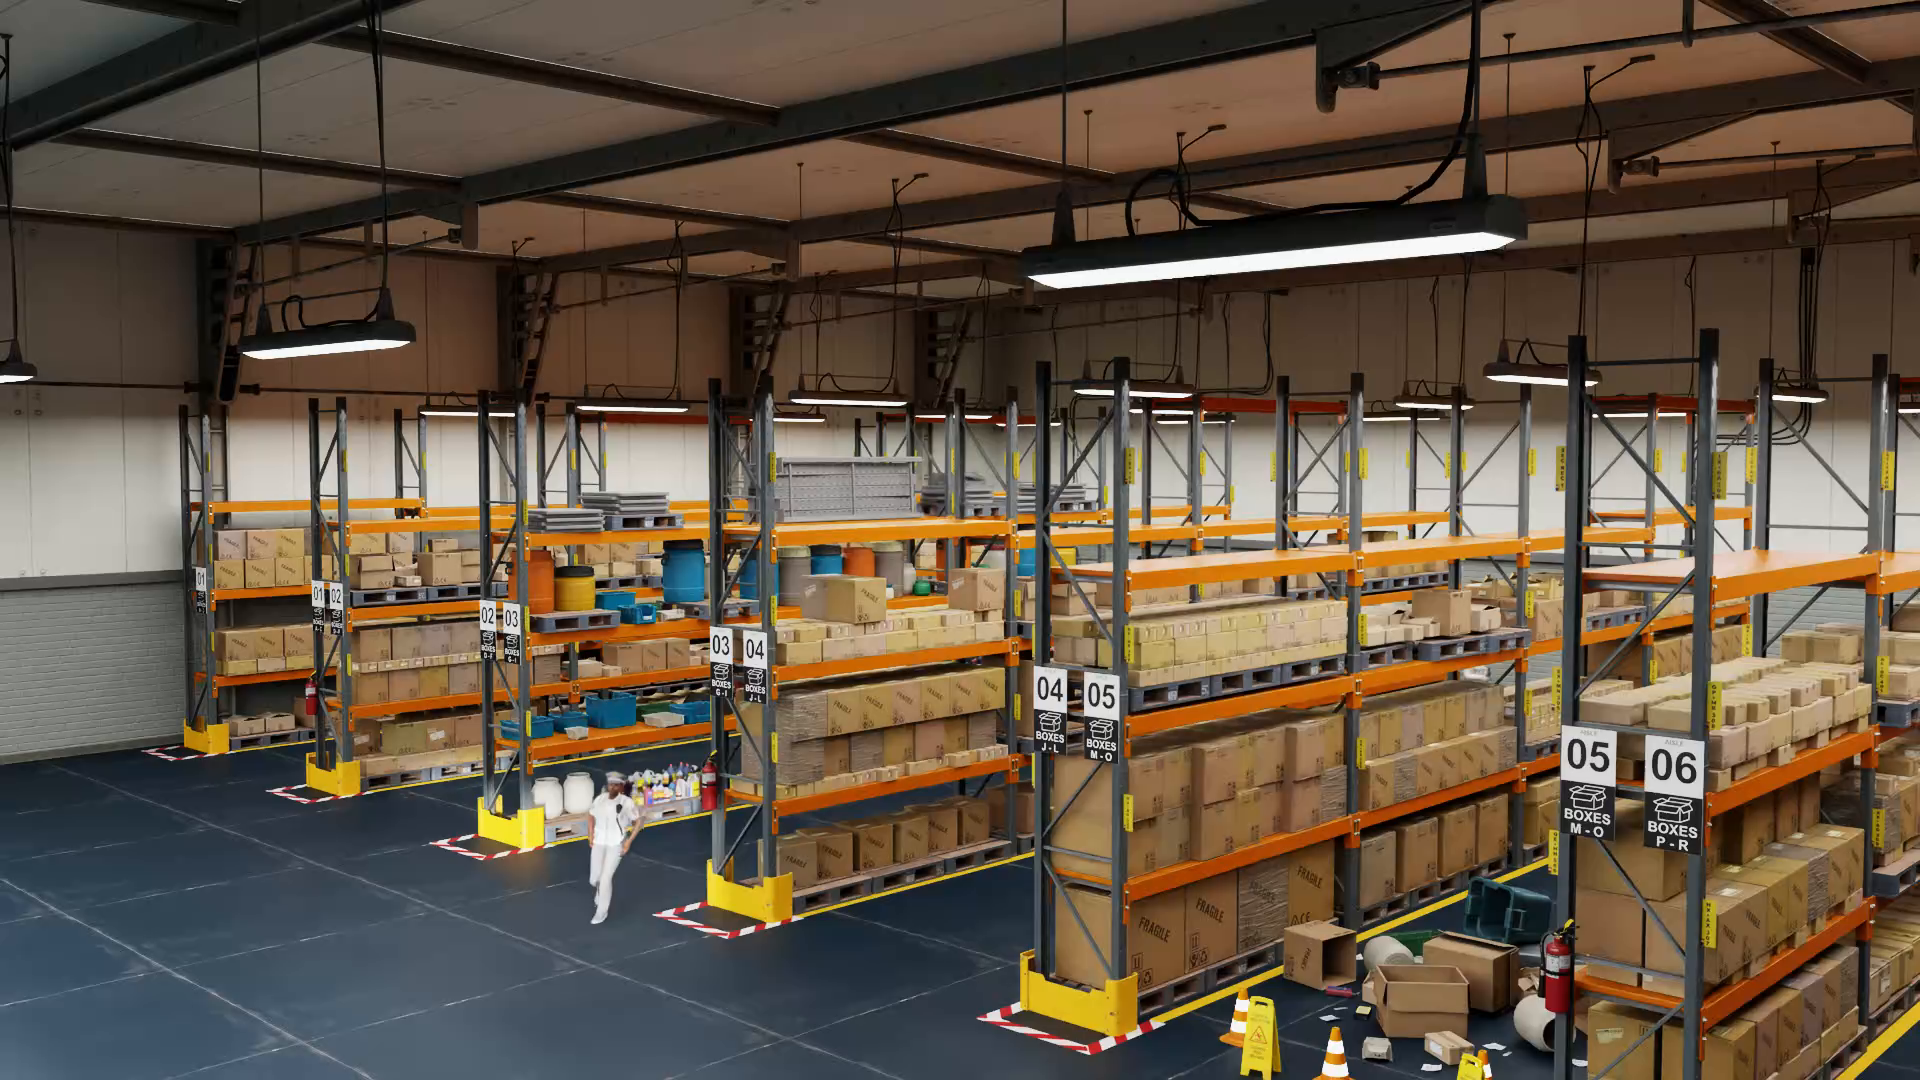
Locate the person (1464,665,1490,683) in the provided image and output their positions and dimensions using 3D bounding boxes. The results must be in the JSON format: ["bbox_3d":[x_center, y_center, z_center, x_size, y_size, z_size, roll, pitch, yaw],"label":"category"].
[{"bbox_3d":[9.515,2.723,30.693,0.610,1.710,0.816,-1,3,-23],"label":"person"}]

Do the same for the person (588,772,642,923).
[{"bbox_3d":[-3.841,3.374,18.507,0.623,1.666,0.608,0,3,6],"label":"person"}]
